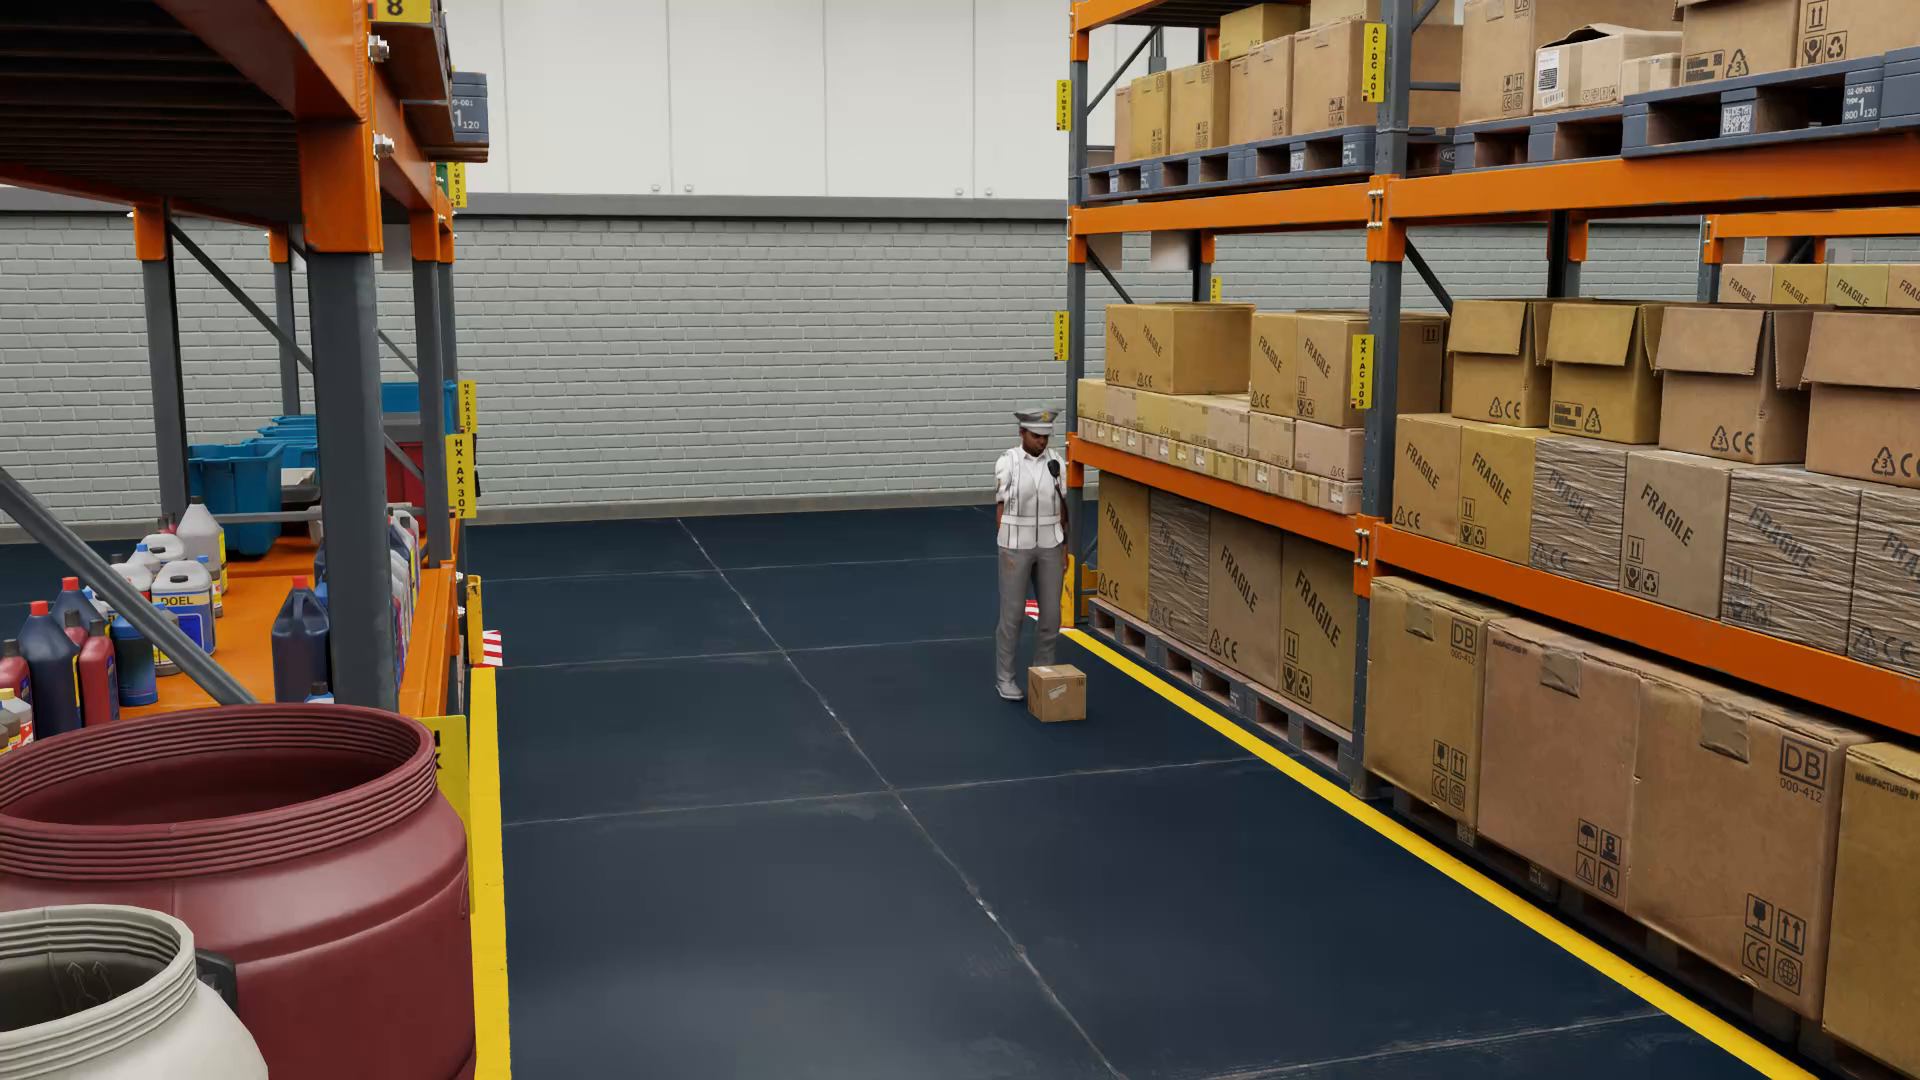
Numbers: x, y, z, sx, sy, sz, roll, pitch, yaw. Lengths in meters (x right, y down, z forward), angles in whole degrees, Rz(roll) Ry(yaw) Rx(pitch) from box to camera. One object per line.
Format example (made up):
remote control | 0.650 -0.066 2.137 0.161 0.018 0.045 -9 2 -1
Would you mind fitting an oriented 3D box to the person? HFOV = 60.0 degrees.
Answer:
person | 0.420 0.074 9.470 0.438 1.659 0.340 -2 10 -15
